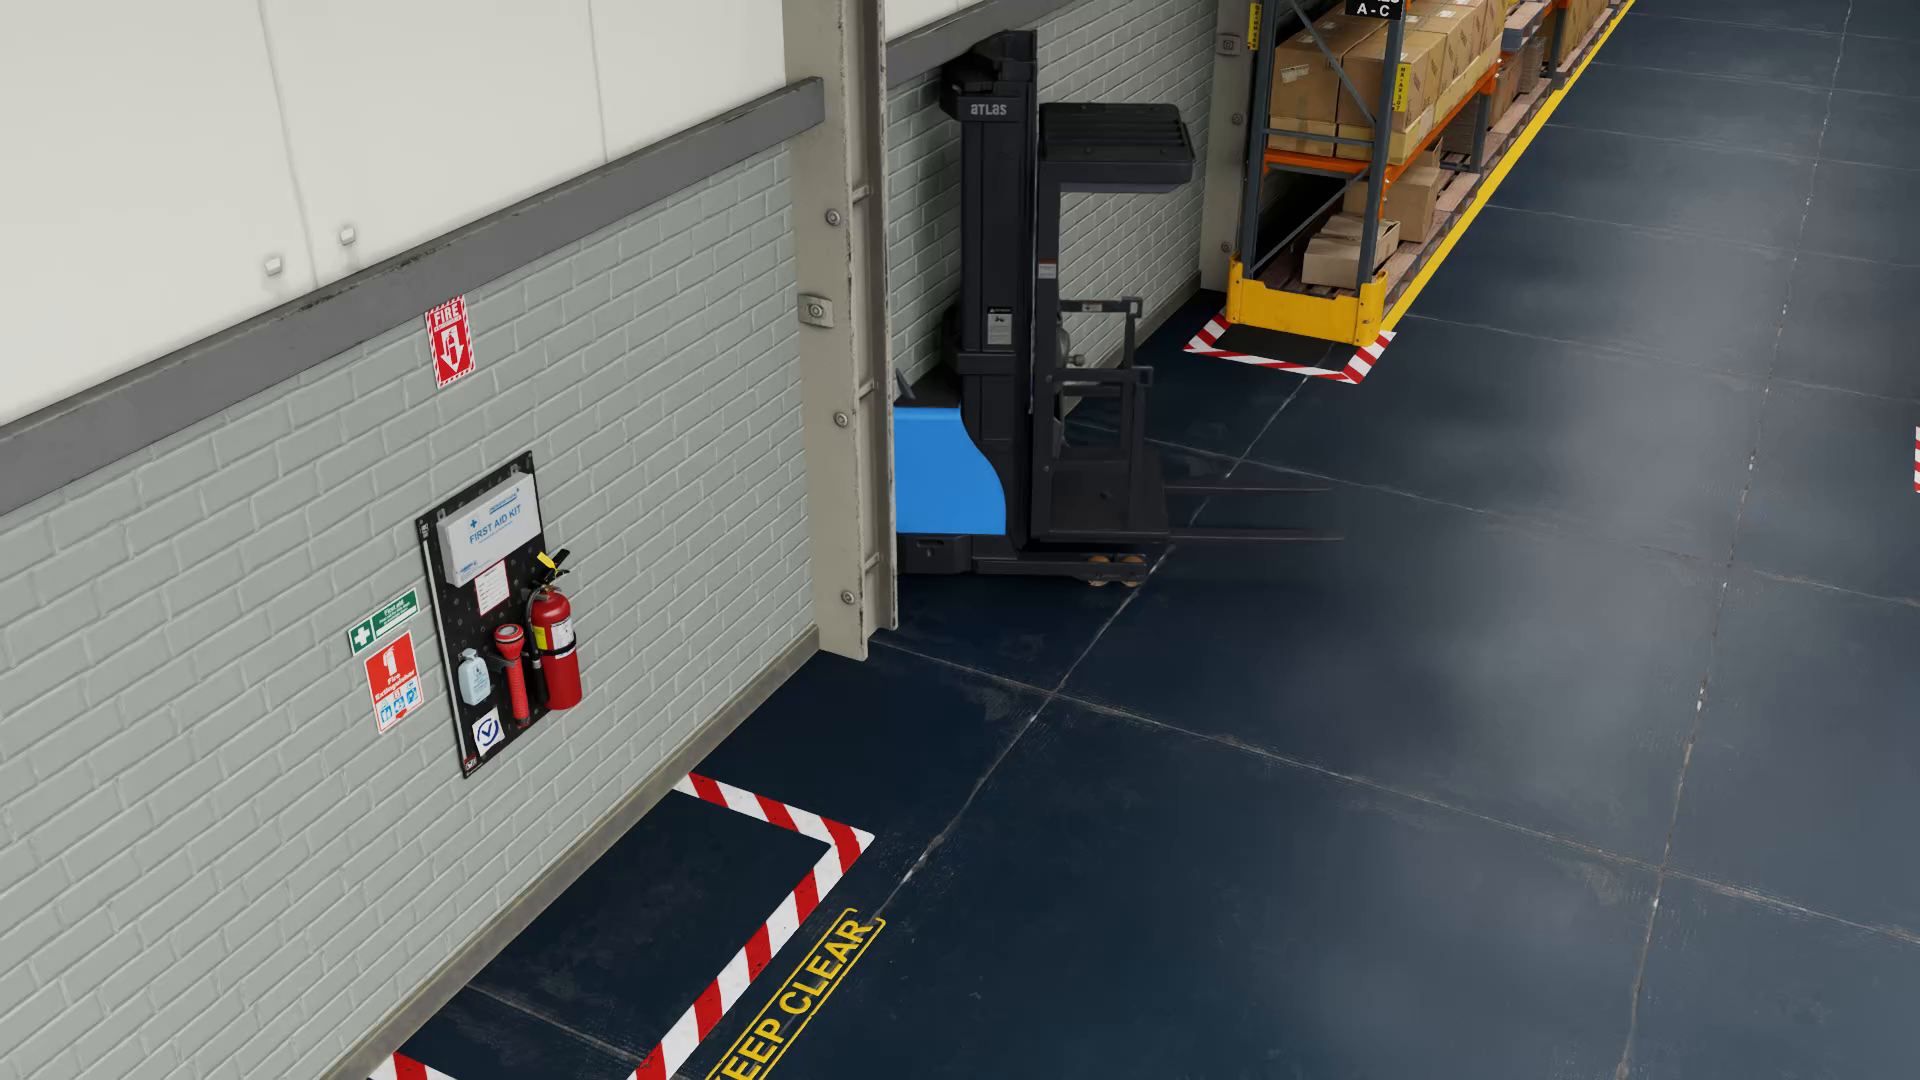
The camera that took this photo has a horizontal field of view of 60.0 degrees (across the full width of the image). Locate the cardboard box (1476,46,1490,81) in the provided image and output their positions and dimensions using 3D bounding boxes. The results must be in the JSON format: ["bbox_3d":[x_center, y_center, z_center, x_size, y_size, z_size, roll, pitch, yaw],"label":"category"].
[{"bbox_3d":[4.260,-4.145,14.378,0.500,0.250,0.500,14,33,23],"label":"cardboard box"}]

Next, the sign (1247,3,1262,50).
[{"bbox_3d":[2.133,-3.700,11.992,0.100,0.325,0.005,14,33,23],"label":"sign"}]

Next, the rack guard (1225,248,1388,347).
[{"bbox_3d":[2.653,-1.876,12.805,1.175,0.500,0.348,14,33,23],"label":"rack guard"}]

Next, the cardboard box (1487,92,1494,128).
[{"bbox_3d":[4.952,-4.377,16.718,0.700,0.500,0.500,14,33,22],"label":"cardboard box"}]

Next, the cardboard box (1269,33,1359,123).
[{"bbox_3d":[2.644,-3.452,12.418,0.500,0.500,0.500,14,33,23],"label":"cardboard box"}]

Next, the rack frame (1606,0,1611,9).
[{"bbox_3d":[8.085,-8.246,21.388,1.000,3.000,0.127,14,33,23],"label":"rack frame"}]

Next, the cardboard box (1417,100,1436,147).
[{"bbox_3d":[3.347,-3.248,12.814,0.500,0.250,0.500,13,32,22],"label":"cardboard box"}]

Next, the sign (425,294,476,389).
[{"bbox_3d":[-1.818,-0.710,5.938,0.001,0.298,0.199,14,33,23],"label":"sign"}]

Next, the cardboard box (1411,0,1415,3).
[{"bbox_3d":[3.570,-4.359,13.997,0.500,0.500,0.500,15,33,25],"label":"cardboard box"}]

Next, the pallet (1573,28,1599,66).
[{"bbox_3d":[7.246,-6.135,20.511,1.003,0.211,1.213,14,33,23],"label":"pallet"}]

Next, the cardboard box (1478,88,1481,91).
[{"bbox_3d":[4.959,-4.658,16.454,0.500,0.250,0.500,14,33,22],"label":"cardboard box"}]

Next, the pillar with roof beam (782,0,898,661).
[{"bbox_3d":[3.266,-2.398,5.180,9.100,9.000,0.400,14,33,23],"label":"pillar with roof beam"}]

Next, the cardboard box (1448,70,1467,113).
[{"bbox_3d":[3.817,-3.696,13.594,0.500,0.250,0.500,15,33,24],"label":"cardboard box"}]

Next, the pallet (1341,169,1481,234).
[{"bbox_3d":[4.166,-3.185,15.374,1.003,0.211,1.213,14,33,23],"label":"pallet"}]

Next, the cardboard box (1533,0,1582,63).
[{"bbox_3d":[6.715,-6.019,19.247,0.750,0.750,0.750,14,33,23],"label":"cardboard box"}]

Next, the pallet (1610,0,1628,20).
[{"bbox_3d":[8.501,-7.356,22.638,1.003,0.211,1.213,14,33,23],"label":"pallet"}]

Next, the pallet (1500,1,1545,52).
[{"bbox_3d":[4.918,-4.922,15.792,1.003,0.211,1.213,14,33,23],"label":"pallet"}]

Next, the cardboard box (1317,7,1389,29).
[{"bbox_3d":[3.114,-3.903,13.203,0.500,0.500,0.500,13,32,22],"label":"cardboard box"}]

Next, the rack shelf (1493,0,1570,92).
[{"bbox_3d":[5.352,-5.274,16.935,1.077,0.370,4.000,14,33,23],"label":"rack shelf"}]

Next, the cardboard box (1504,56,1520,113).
[{"bbox_3d":[5.442,-4.820,17.490,0.700,0.500,0.500,14,33,23],"label":"cardboard box"}]

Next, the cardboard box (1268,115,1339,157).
[{"bbox_3d":[2.659,-3.121,12.594,0.500,0.250,0.500,15,33,24],"label":"cardboard box"}]

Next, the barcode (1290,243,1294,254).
[{"bbox_3d":[2.666,-2.340,13.352,0.001,0.075,0.075,14,33,23],"label":"barcode"}]

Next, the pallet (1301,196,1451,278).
[{"bbox_3d":[3.612,-2.642,14.429,1.003,0.211,1.213,14,33,23],"label":"pallet"}]

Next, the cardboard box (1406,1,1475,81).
[{"bbox_3d":[3.803,-4.015,13.397,0.500,0.500,0.500,15,33,25],"label":"cardboard box"}]

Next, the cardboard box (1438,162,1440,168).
[{"bbox_3d":[4.224,-3.418,15.383,0.380,0.166,0.250,10,31,17],"label":"cardboard box"}]

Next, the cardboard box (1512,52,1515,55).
[{"bbox_3d":[5.666,-5.335,17.634,0.500,0.250,0.500,15,33,24],"label":"cardboard box"}]

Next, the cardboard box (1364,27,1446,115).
[{"bbox_3d":[3.338,-3.555,12.597,0.500,0.500,0.500,14,33,23],"label":"cardboard box"}]

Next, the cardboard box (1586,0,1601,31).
[{"bbox_3d":[7.502,-6.784,20.578,0.750,0.750,0.750,15,33,25],"label":"cardboard box"}]

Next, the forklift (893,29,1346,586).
[{"bbox_3d":[0.729,-1.278,9.322,3.031,2.935,1.130,1,30,2],"label":"forklift"}]

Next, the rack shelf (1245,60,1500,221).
[{"bbox_3d":[3.530,-3.501,13.847,1.077,0.370,4.000,14,33,23],"label":"rack shelf"}]

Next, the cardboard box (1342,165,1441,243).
[{"bbox_3d":[3.652,-2.886,14.122,0.700,0.500,0.500,12,32,20],"label":"cardboard box"}]

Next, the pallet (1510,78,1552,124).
[{"bbox_3d":[5.906,-4.917,18.392,1.003,0.211,1.213,14,33,23],"label":"pallet"}]

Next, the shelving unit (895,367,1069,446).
[{"bbox_3d":[-0.030,-0.733,9.950,0.538,1.500,1.048,-7,38,36],"label":"shelving unit"}]

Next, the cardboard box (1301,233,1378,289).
[{"bbox_3d":[3.014,-2.237,13.183,0.500,0.311,0.500,11,32,18],"label":"cardboard box"}]

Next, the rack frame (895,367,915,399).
[{"bbox_3d":[-0.230,-0.396,9.627,0.500,1.500,0.032,-7,38,36],"label":"rack frame"}]

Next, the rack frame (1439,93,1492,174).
[{"bbox_3d":[4.441,-4.700,15.212,1.000,3.000,0.127,14,33,23],"label":"rack frame"}]

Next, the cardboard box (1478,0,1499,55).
[{"bbox_3d":[4.278,-4.466,14.183,0.500,0.500,0.500,14,33,23],"label":"cardboard box"}]

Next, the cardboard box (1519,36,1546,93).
[{"bbox_3d":[5.981,-5.249,18.236,0.700,0.500,0.500,15,33,24],"label":"cardboard box"}]

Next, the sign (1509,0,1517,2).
[{"bbox_3d":[4.927,-4.955,14.788,0.100,0.325,0.005,14,33,23],"label":"sign"}]

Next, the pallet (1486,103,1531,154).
[{"bbox_3d":[5.349,-4.379,17.453,1.003,0.211,1.213,14,33,23],"label":"pallet"}]
